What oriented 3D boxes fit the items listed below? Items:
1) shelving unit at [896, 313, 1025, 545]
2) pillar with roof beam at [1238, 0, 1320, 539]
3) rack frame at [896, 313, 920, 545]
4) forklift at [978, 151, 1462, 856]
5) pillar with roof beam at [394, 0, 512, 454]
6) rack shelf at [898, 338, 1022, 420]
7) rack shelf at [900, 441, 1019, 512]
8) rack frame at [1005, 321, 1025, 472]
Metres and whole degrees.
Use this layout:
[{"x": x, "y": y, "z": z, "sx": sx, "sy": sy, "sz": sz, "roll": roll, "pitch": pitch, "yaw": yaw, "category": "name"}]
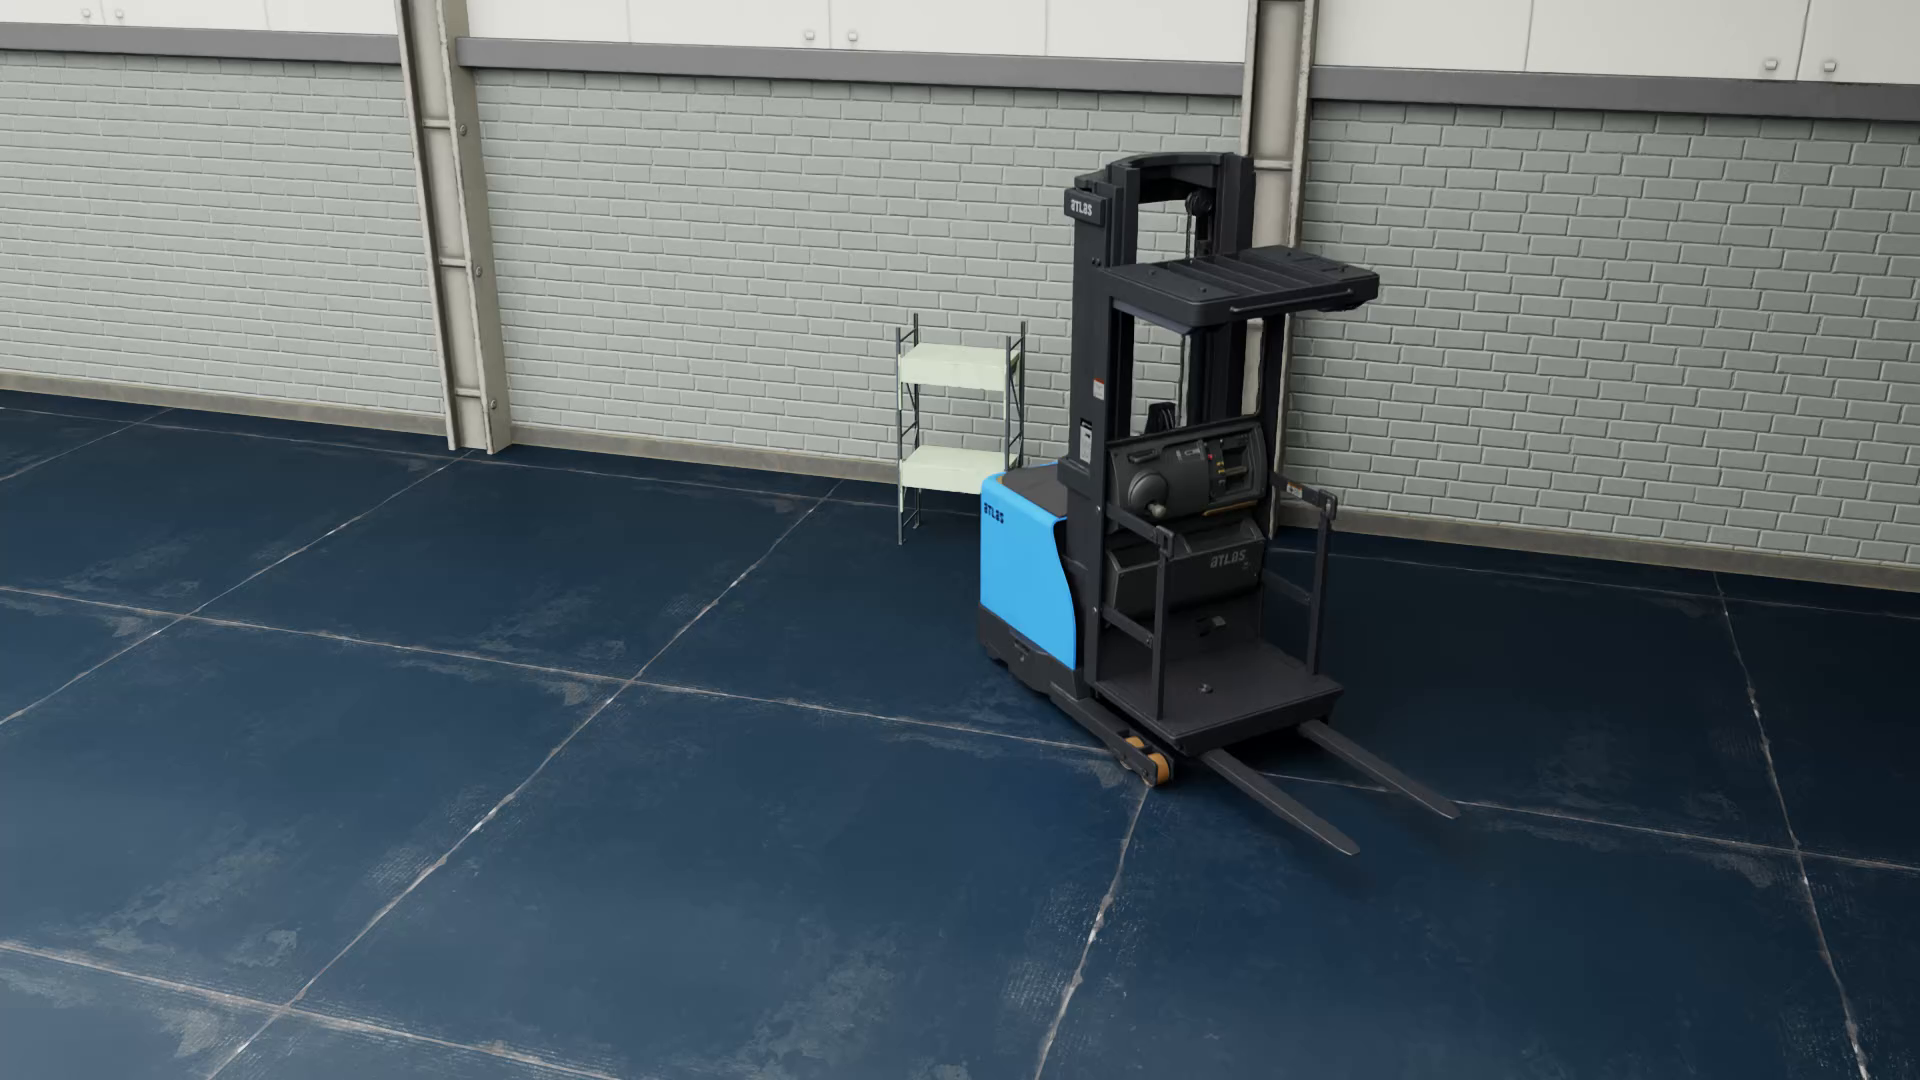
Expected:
[{"x": 0.006, "y": -0.693, "z": 10.984, "sx": 0.755, "sy": 1.500, "sz": 0.431, "roll": 7, "pitch": 23, "yaw": 16, "category": "shelving unit"}, {"x": 0.737, "y": -2.684, "z": 5.955, "sx": 0.400, "sy": 9.000, "sz": 9.100, "roll": 7, "pitch": 23, "yaw": 16, "category": "pillar with roof beam"}, {"x": -0.344, "y": -0.733, "z": 11.081, "sx": 0.023, "sy": 1.500, "sz": 0.400, "roll": 7, "pitch": 23, "yaw": 16, "category": "rack frame"}, {"x": 1.265, "y": -0.326, "z": 8.202, "sx": 1.130, "sy": 2.935, "sz": 3.031, "roll": -12, "pitch": 25, "yaw": -27, "category": "forklift"}, {"x": -5.007, "y": -3.341, "z": 7.558, "sx": 0.400, "sy": 9.000, "sz": 9.100, "roll": 7, "pitch": 23, "yaw": 16, "category": "pillar with roof beam"}, {"x": 0.006, "y": -1.054, "z": 10.836, "sx": 0.720, "sy": 0.370, "sz": 0.431, "roll": 7, "pitch": 23, "yaw": 16, "category": "rack shelf"}, {"x": 0.006, "y": -0.392, "z": 11.107, "sx": 0.720, "sy": 0.370, "sz": 0.431, "roll": 7, "pitch": 23, "yaw": 16, "category": "rack shelf"}, {"x": 0.357, "y": -0.653, "z": 10.886, "sx": 0.023, "sy": 1.500, "sz": 0.400, "roll": 7, "pitch": 23, "yaw": 16, "category": "rack frame"}]
